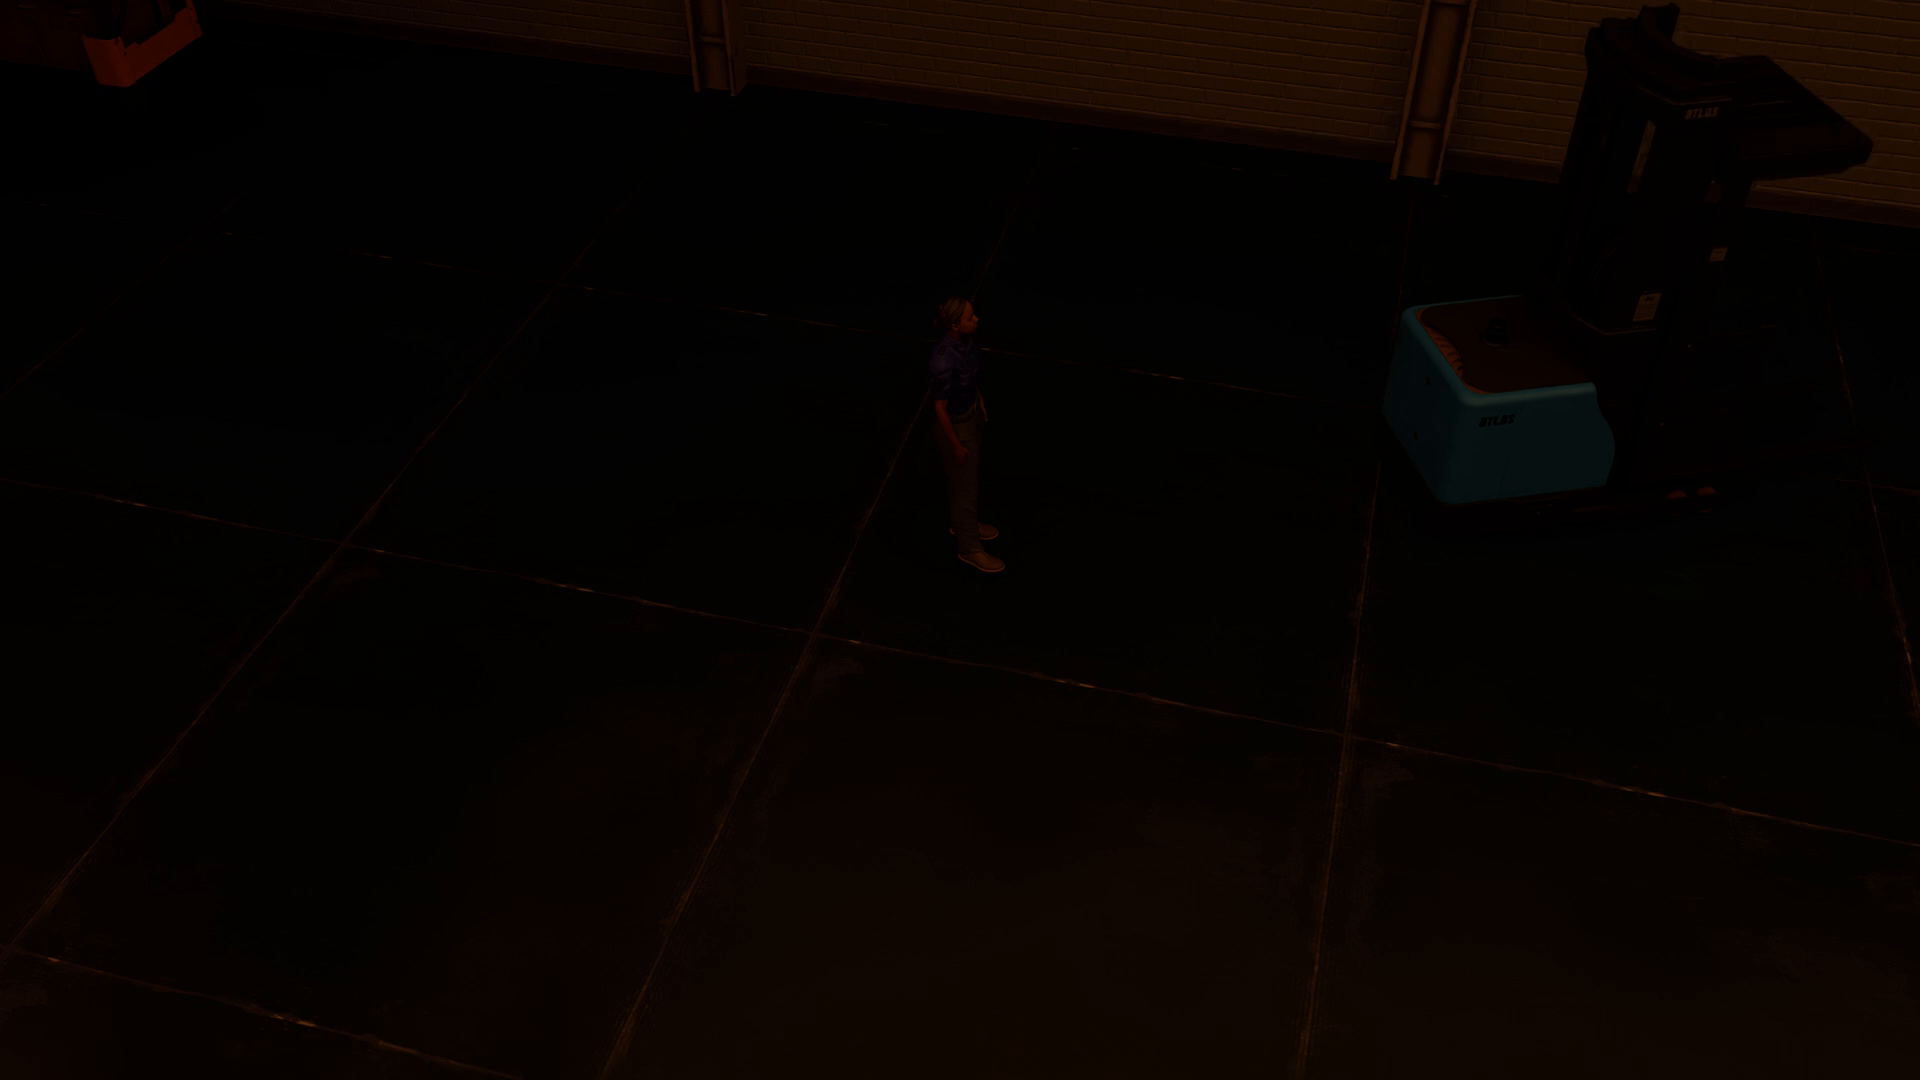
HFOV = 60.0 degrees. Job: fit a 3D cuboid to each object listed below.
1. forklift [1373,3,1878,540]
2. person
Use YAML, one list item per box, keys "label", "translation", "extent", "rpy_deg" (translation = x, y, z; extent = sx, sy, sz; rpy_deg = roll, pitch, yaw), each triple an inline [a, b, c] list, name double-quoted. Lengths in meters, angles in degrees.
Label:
- label: "forklift"
  translation: [4.225, -1.581, 9.665]
  extent: [3.031, 2.935, 1.130]
  rpy_deg: [-7, 42, -8]
- label: "person"
  translation: [0.080, -0.631, 9.476]
  extent: [0.503, 1.656, 0.569]
  rpy_deg: [10, 42, 11]
